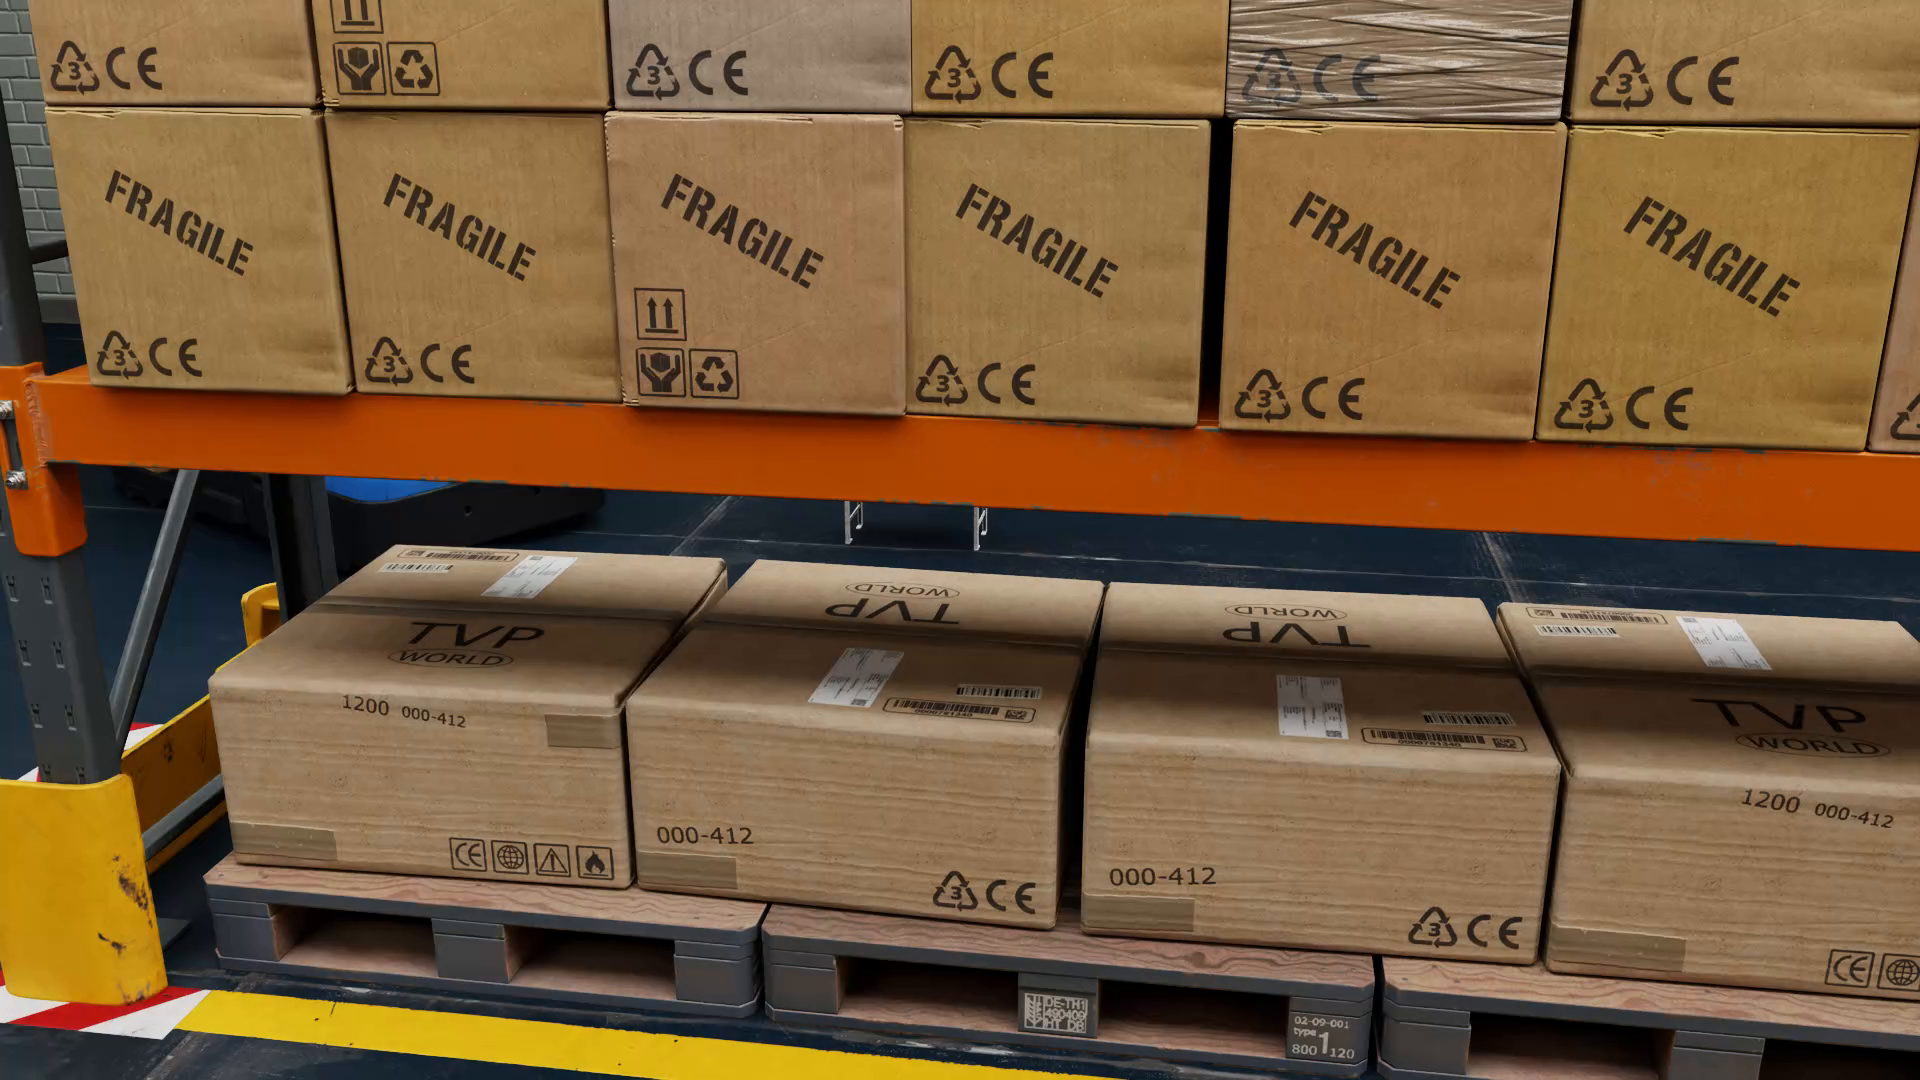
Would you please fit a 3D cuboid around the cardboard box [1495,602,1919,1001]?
[{"bbox_3d":[1.612,0.504,3.446,0.875,0.438,0.875,3,19,8],"label":"cardboard box"}]

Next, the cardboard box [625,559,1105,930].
[{"bbox_3d":[-0.162,0.413,3.717,0.875,0.438,0.875,3,19,10],"label":"cardboard box"}]

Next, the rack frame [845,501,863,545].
[{"bbox_3d":[-0.404,-0.590,6.174,0.015,1.200,0.240,3,19,9],"label":"rack frame"}]

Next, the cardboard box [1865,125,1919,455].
[{"bbox_3d":[1.716,-0.437,2.725,0.500,0.500,0.500,3,19,9],"label":"cardboard box"}]

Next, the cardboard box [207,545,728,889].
[{"bbox_3d":[-1.067,0.370,3.847,0.875,0.438,0.875,2,19,7],"label":"cardboard box"}]

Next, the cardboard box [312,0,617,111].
[{"bbox_3d":[-0.795,-1.032,2.928,0.500,0.500,0.500,2,19,7],"label":"cardboard box"}]

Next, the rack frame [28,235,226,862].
[{"bbox_3d":[-1.734,-0.649,3.516,0.053,2.616,0.949,3,19,9],"label":"rack frame"}]

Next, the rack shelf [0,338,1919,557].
[{"bbox_3d":[0.240,-0.206,3.326,4.000,0.370,1.077,3,19,9],"label":"rack shelf"}]

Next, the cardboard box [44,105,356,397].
[{"bbox_3d":[-1.306,-0.581,3.156,0.500,0.500,0.500,3,19,8],"label":"cardboard box"}]

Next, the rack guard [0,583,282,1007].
[{"bbox_3d":[-1.758,0.536,3.913,0.348,0.500,1.175,3,19,9],"label":"rack guard"}]

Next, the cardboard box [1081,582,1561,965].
[{"bbox_3d":[0.728,0.459,3.580,0.875,0.438,0.875,2,19,7],"label":"cardboard box"}]

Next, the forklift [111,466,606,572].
[{"bbox_3d":[-3.076,-0.450,3.167,7.237,2.843,7.029,14,23,37],"label":"forklift"}]

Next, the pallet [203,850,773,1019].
[{"bbox_3d":[-0.933,0.690,3.908,1.213,0.211,1.003,3,19,9],"label":"pallet"}]

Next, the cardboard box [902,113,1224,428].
[{"bbox_3d":[0.194,-0.513,2.952,0.500,0.500,0.500,4,19,10],"label":"cardboard box"}]

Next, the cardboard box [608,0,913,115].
[{"bbox_3d":[-0.285,-1.009,2.858,0.500,0.500,0.500,3,19,8],"label":"cardboard box"}]

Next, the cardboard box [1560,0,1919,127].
[{"bbox_3d":[1.205,-0.934,2.633,0.500,0.500,0.500,3,19,8],"label":"cardboard box"}]

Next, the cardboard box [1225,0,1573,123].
[{"bbox_3d":[1.057,-1.421,2.472,1.234,1.526,0.509,4,19,10],"label":"cardboard box"}]

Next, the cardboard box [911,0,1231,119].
[{"bbox_3d":[0.208,-0.984,2.784,0.500,0.500,0.500,3,19,9],"label":"cardboard box"}]

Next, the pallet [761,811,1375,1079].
[{"bbox_3d":[0.268,0.752,3.722,1.213,0.211,1.003,3,19,9],"label":"pallet"}]

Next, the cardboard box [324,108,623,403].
[{"bbox_3d":[-0.802,-0.565,3.106,0.500,0.500,0.500,3,19,8],"label":"cardboard box"}]

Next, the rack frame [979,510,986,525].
[{"bbox_3d":[0.078,-0.565,6.102,0.006,1.046,0.228,3,19,9],"label":"rack frame"}]

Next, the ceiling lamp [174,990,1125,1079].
[{"bbox_3d":[0.131,1.052,3.160,3.459,0.001,0.159,3,19,9],"label":"ceiling lamp"}]
